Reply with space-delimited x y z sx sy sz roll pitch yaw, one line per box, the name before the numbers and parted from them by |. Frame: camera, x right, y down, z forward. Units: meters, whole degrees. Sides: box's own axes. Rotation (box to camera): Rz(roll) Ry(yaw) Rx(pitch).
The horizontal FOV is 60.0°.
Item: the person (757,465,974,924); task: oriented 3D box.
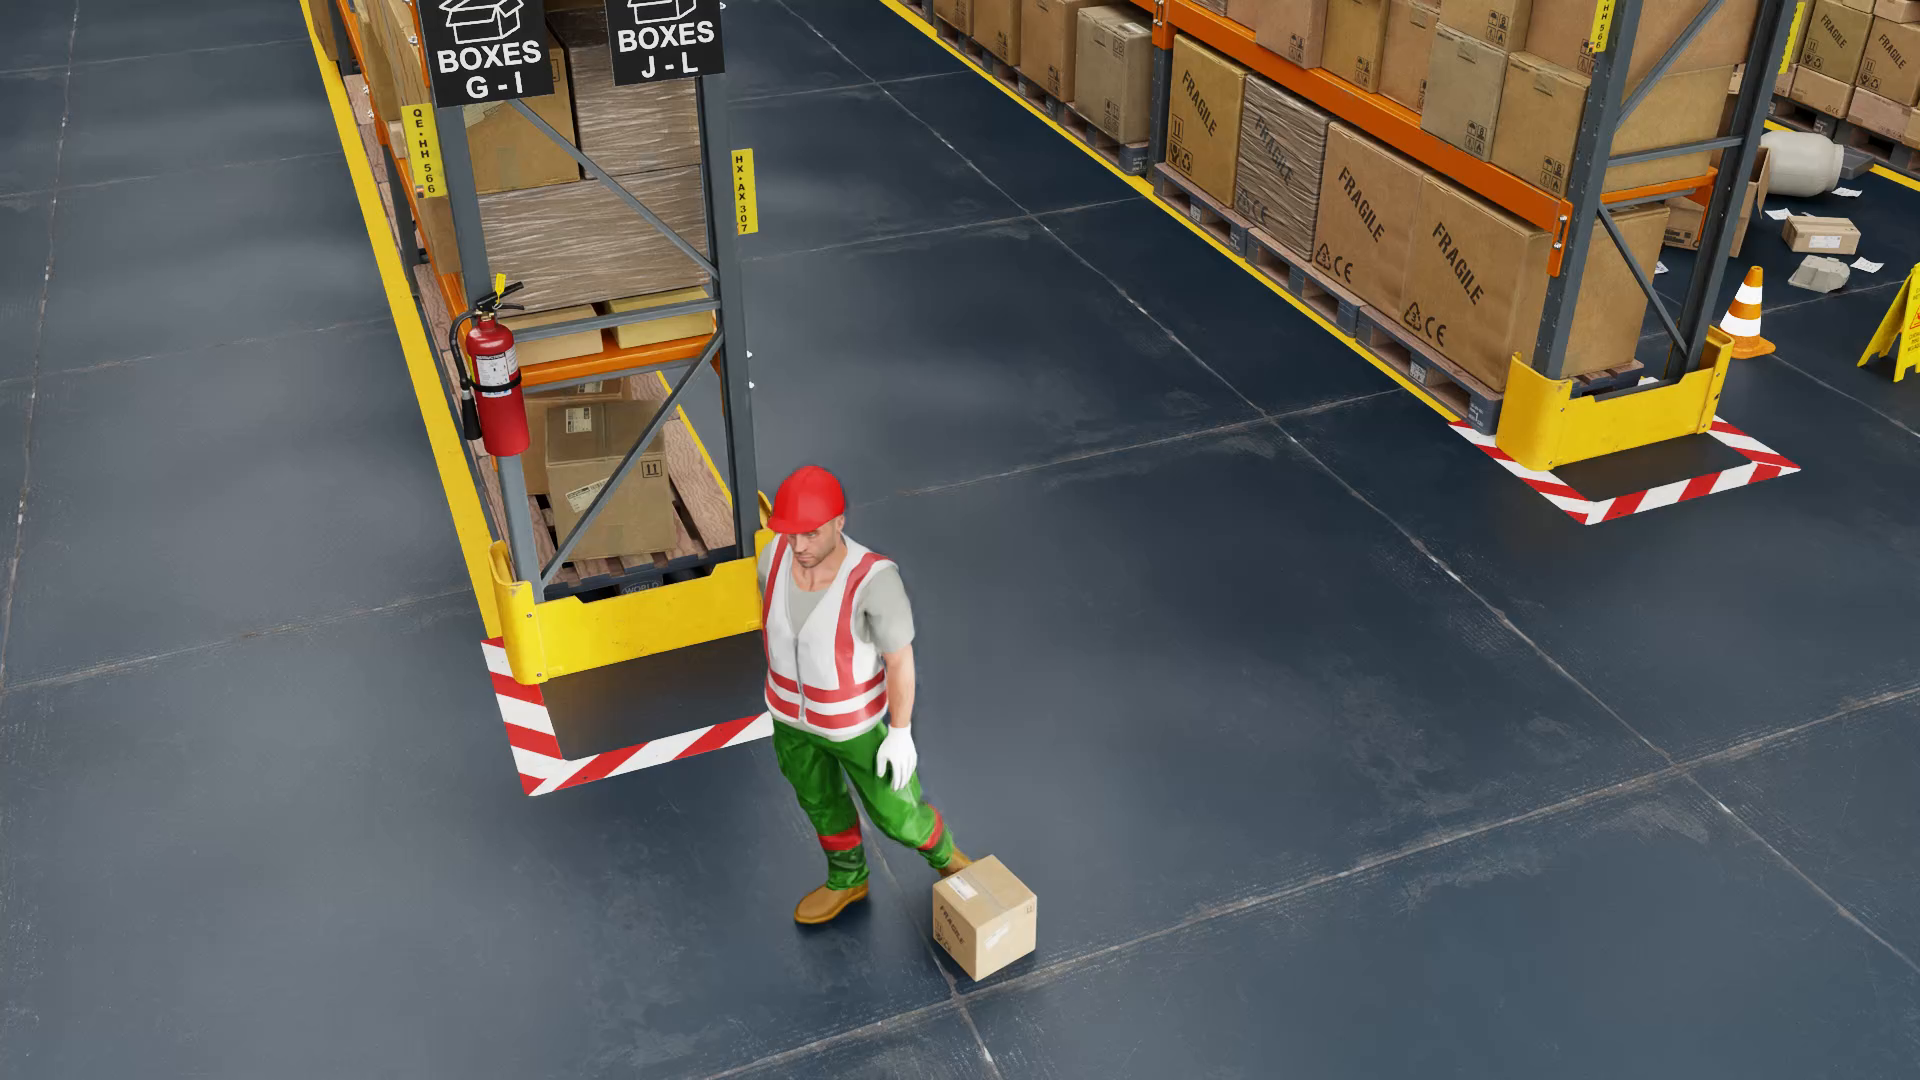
person | -0.300 0.521 5.310 0.725 1.779 0.542 15 36 22
